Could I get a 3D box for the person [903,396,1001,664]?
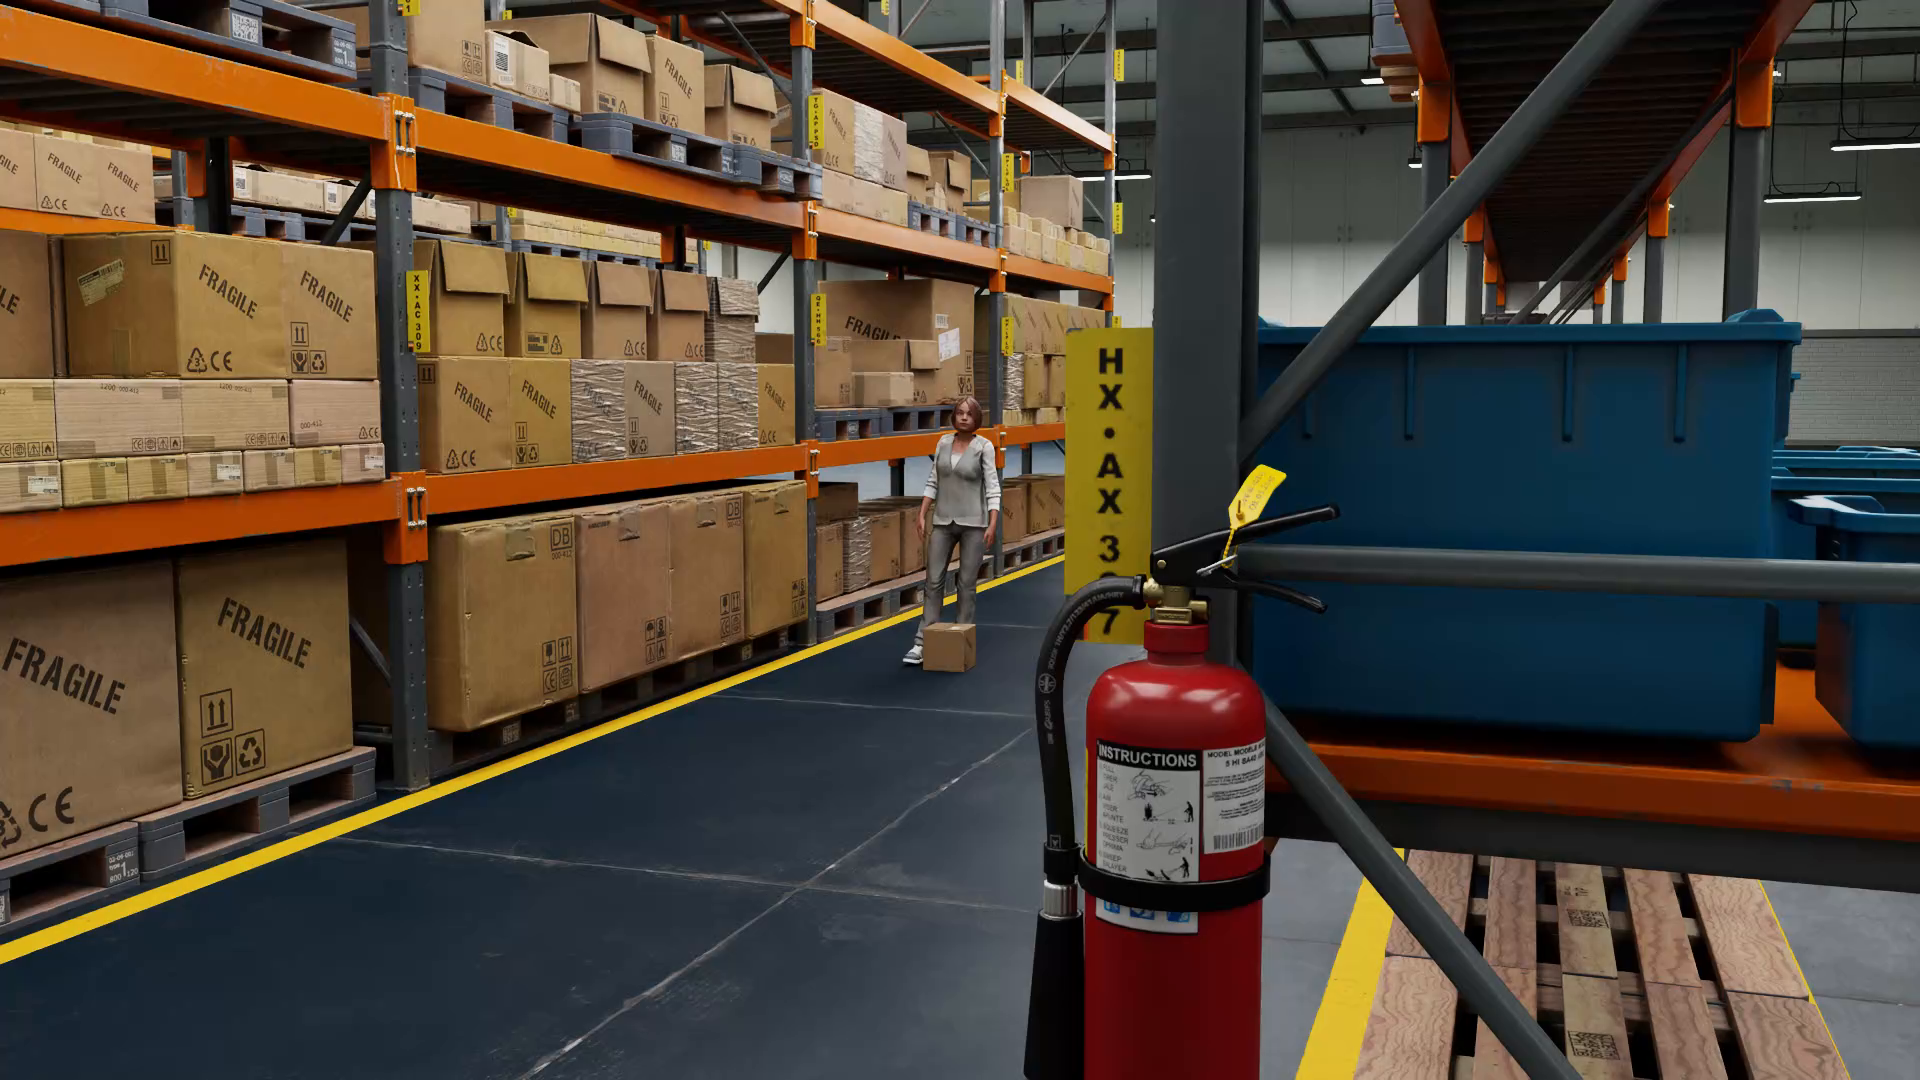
[{"bbox_3d":[-0.037,-0.060,9.982,0.520,1.599,0.472,2,6,19],"label":"person"}]
